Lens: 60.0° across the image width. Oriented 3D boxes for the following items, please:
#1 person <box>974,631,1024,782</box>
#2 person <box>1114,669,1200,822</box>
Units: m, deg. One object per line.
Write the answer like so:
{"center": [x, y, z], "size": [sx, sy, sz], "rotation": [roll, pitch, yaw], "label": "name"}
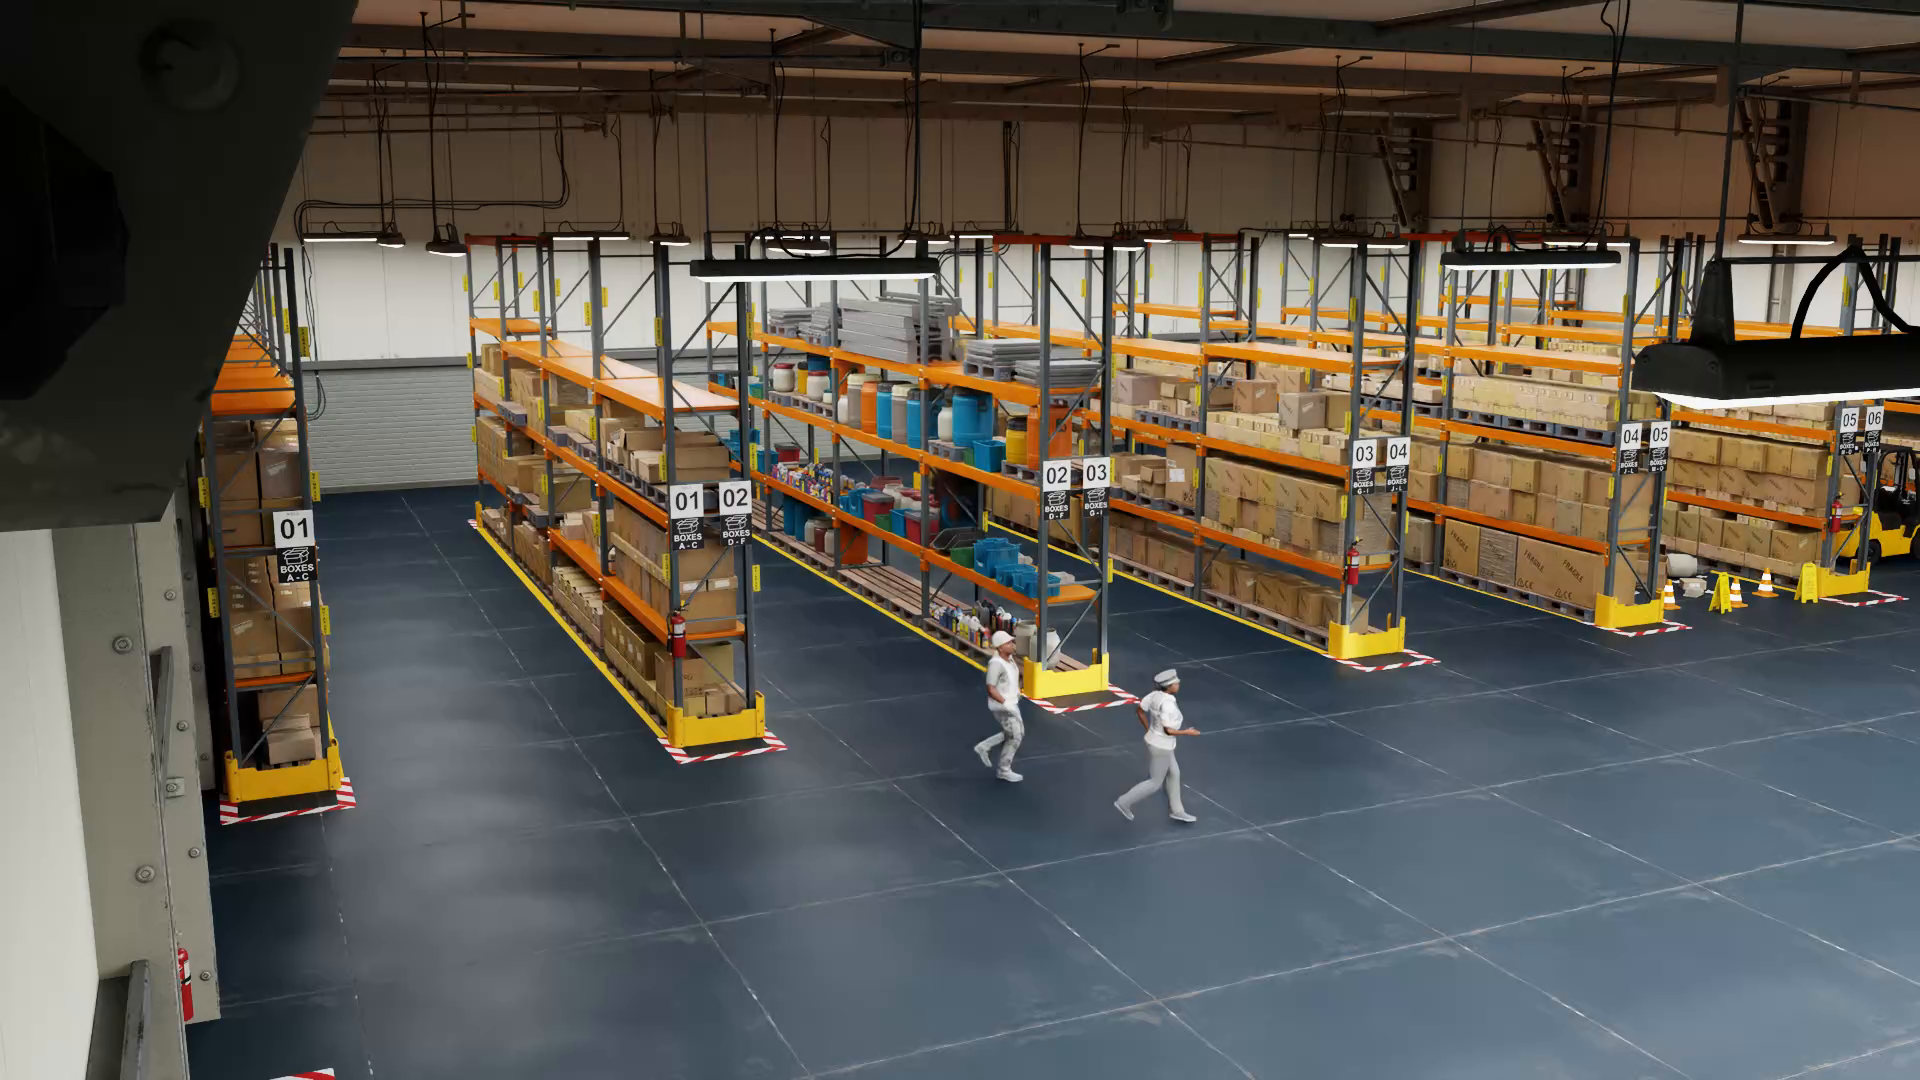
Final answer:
{"center": [0.440, 1.877, 18.911], "size": [0.576, 1.748, 0.676], "rotation": [2, 11, 10], "label": "person"}
{"center": [2.059, 2.181, 17.466], "size": [0.920, 1.687, 0.557], "rotation": [-2, 11, -8], "label": "person"}
